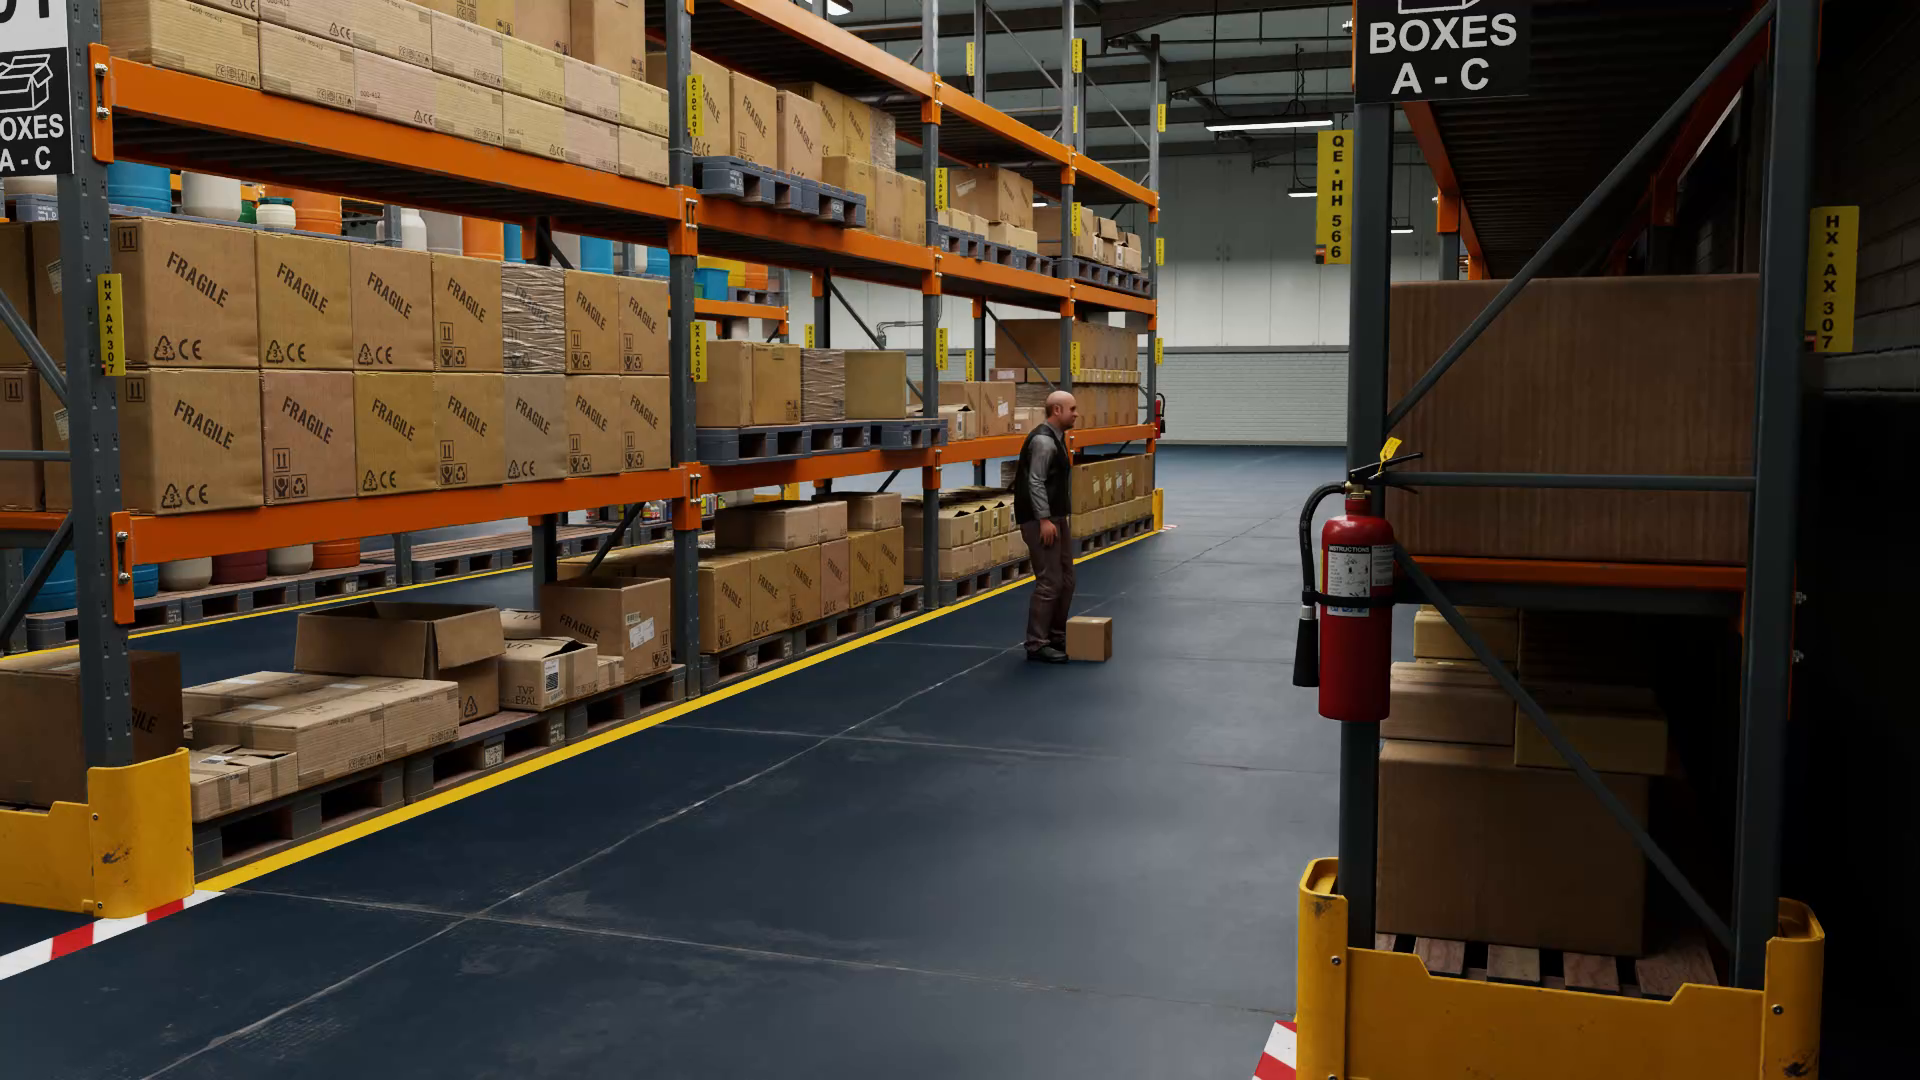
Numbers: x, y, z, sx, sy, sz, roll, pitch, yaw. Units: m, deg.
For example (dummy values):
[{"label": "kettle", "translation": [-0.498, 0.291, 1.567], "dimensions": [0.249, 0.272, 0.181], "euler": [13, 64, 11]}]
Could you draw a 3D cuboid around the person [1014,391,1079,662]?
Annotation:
[{"label": "person", "translation": [0.588, -0.101, 10.744], "dimensions": [0.475, 1.720, 0.586], "euler": [1, 5, 15]}]
